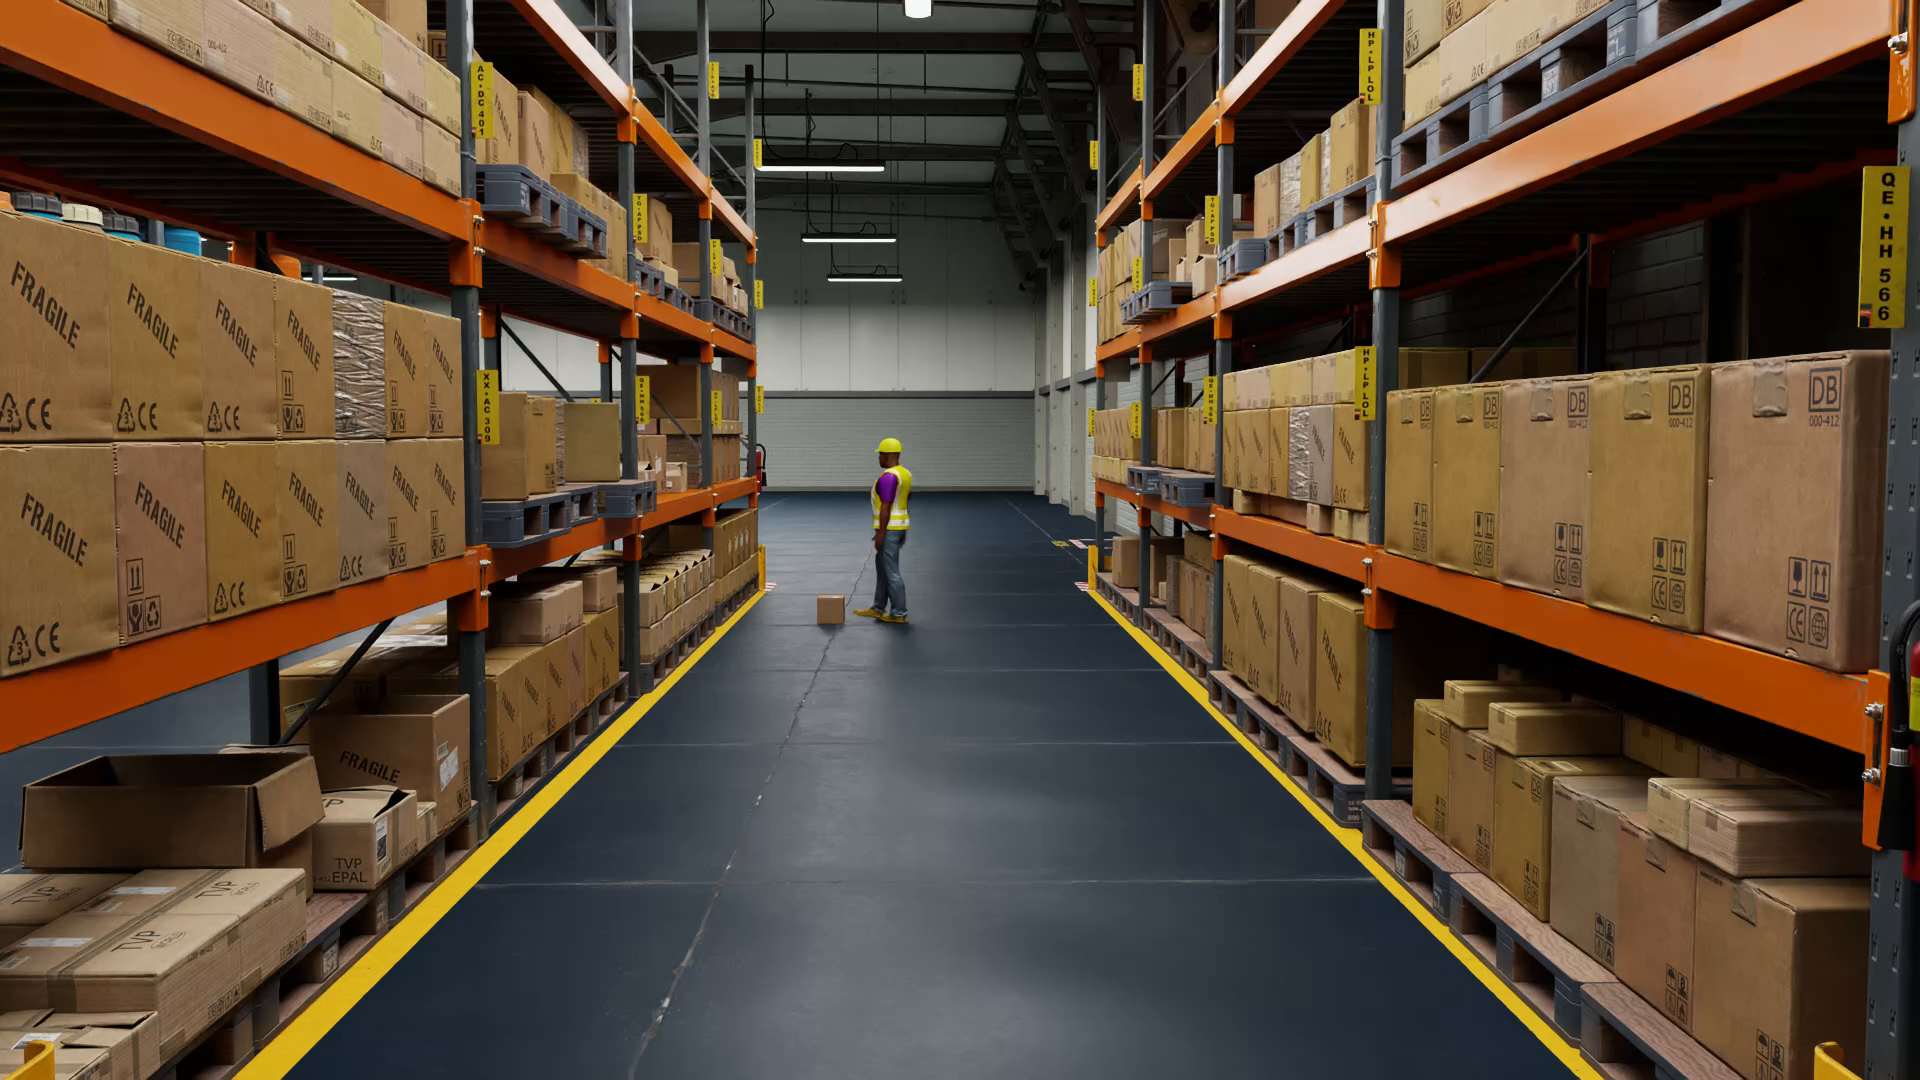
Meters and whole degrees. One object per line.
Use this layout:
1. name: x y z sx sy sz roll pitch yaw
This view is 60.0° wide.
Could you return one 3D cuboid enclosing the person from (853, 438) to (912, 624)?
1. person: -0.779 -0.092 15.965 0.633 1.763 0.570 1 4 17
